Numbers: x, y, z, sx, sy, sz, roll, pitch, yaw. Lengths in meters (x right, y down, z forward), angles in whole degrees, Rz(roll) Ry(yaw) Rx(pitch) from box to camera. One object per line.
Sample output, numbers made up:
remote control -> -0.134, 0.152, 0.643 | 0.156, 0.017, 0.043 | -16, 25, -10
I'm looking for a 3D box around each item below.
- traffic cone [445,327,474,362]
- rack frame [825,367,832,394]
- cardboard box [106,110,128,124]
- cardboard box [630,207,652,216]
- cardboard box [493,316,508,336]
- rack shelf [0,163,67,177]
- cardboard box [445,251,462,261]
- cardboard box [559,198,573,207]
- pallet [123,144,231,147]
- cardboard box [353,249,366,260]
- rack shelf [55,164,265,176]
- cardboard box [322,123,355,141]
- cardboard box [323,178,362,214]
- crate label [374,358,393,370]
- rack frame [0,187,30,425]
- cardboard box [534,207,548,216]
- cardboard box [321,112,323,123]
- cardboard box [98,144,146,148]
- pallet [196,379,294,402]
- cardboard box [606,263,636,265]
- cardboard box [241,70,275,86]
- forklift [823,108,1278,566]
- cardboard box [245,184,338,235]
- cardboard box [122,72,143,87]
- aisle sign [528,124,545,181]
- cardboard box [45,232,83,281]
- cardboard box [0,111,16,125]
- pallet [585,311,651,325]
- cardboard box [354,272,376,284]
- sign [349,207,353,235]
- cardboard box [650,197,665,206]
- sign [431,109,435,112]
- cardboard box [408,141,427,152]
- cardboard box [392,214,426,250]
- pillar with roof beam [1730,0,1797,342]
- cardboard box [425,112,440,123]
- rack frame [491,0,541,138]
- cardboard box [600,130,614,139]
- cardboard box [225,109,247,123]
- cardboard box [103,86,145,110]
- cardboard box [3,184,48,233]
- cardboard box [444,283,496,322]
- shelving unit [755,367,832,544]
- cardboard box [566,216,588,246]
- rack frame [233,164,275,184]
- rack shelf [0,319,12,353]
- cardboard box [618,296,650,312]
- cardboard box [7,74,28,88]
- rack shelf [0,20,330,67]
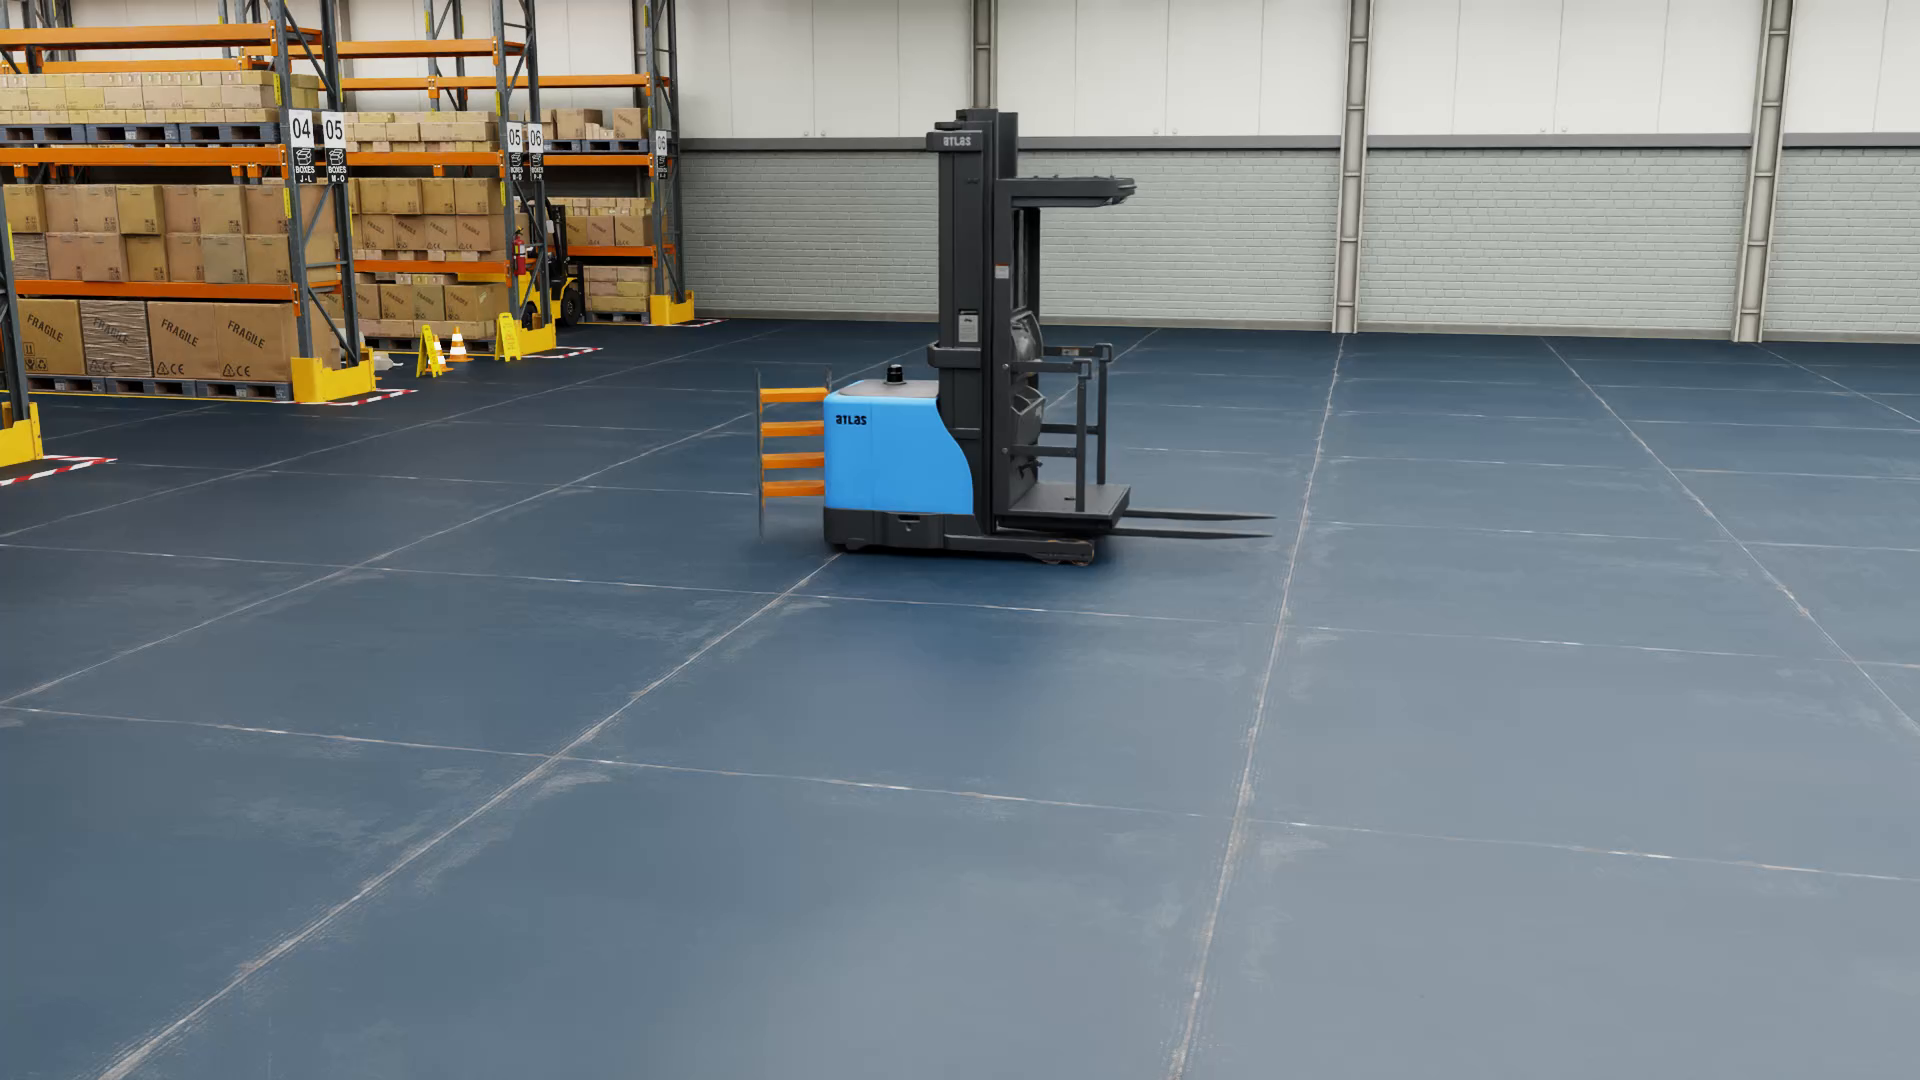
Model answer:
traffic cone -> -6.886, -2.693, 22.801 | 0.334, 0.463, 0.336 | 3, 13, 14
rack frame -> -0.917, -0.603, 11.680 | 0.015, 1.200, 0.240 | -3, 13, -12
cardboard box -> -9.382, -4.768, 18.752 | 0.250, 0.149, 0.380 | 3, 13, 14
cardboard box -> -5.377, -5.549, 28.089 | 0.250, 0.149, 0.380 | 3, 13, 14
cardboard box -> -6.876, -3.143, 24.352 | 0.500, 0.250, 0.500 | 3, 13, 13
rack shelf -> -15.868, -5.812, 25.741 | 4.000, 0.370, 1.077 | 3, 13, 14
cardboard box -> -7.090, -4.039, 23.595 | 0.250, 0.149, 0.380 | 3, 13, 13
cardboard box -> -6.635, -5.754, 28.329 | 0.250, 0.149, 0.380 | 3, 13, 15
pallet -> -11.624, -5.868, 24.765 | 1.003, 0.211, 1.213 | 3, 13, 14
cardboard box -> -8.574, -4.113, 23.926 | 0.250, 0.149, 0.380 | 3, 13, 14
rack shelf -> -14.682, -6.856, 30.446 | 4.000, 0.370, 1.077 | 3, 13, 14
cardboard box -> -8.695, -5.790, 23.640 | 0.500, 0.250, 0.500 | 3, 13, 14
cardboard box -> -8.696, -4.938, 23.841 | 0.500, 0.500, 0.700 | 3, 13, 12
crate label -> -7.600, -2.310, 21.830 | 0.298, 0.136, 0.250 | -4, 13, -16
rack frame -> -8.533, -2.096, 14.256 | 0.127, 3.000, 1.000 | 3, 13, 14
cardboard box -> -7.114, -5.641, 28.504 | 0.250, 0.149, 0.380 | 3, 13, 12
cardboard box -> -9.053, -5.991, 23.627 | 0.250, 0.149, 0.380 | 3, 13, 13
cardboard box -> -12.438, -6.037, 24.854 | 0.637, 0.503, 0.797 | 3, 13, 14
pallet -> -8.042, -1.797, 19.348 | 1.213, 0.211, 1.003 | 3, 13, 14
cardboard box -> -5.881, -4.665, 28.904 | 0.500, 0.250, 0.500 | 3, 13, 14
cardboard box -> -7.655, -5.065, 18.250 | 0.250, 0.149, 0.380 | 3, 13, 14
forklift -> 0.639, -1.383, 11.202 | 3.031, 2.935, 1.130 | 3, 13, 12
cardboard box -> -7.598, -3.762, 18.924 | 0.550, 0.550, 0.875 | 3, 13, 14
cardboard box -> -9.136, -5.144, 18.607 | 0.250, 0.149, 0.380 | 3, 13, 14
aisle sign -> -6.025, -5.511, 23.647 | 0.004, 0.787, 0.394 | 3, 13, 14
cardboard box -> -10.230, -3.374, 19.671 | 0.550, 0.550, 0.875 | 3, 13, 14
cardboard box -> -10.858, -4.847, 19.108 | 0.250, 0.149, 0.380 | 3, 13, 13
pallet -> -5.726, -3.894, 28.796 | 1.213, 0.211, 1.003 | 3, 13, 14
cardboard box -> -8.666, -3.787, 24.027 | 0.250, 0.149, 0.380 | 4, 13, 17
sign -> -7.108, -3.712, 19.356 | 0.005, 0.325, 0.100 | 3, 13, 14
cardboard box -> -5.248, -5.797, 28.522 | 0.250, 0.149, 0.380 | 3, 13, 12
sign -> -8.977, -7.187, 28.358 | 0.005, 0.325, 0.100 | 3, 13, 14
cardboard box -> -7.555, -5.539, 23.427 | 0.250, 0.149, 0.380 | 3, 13, 13
cardboard box -> -7.722, -4.398, 23.713 | 0.500, 0.500, 0.500 | 3, 13, 13
pillar with roof beam -> 11.011, -6.539, 20.431 | 0.400, 9.000, 9.100 | 3, 13, 14
cardboard box -> -7.285, -5.921, 23.311 | 0.250, 0.149, 0.380 | 3, 13, 14
rack frame -> -6.159, -7.109, 22.999 | 0.127, 3.000, 1.000 | 3, 13, 14
cardboard box -> -5.851, -6.799, 27.906 | 0.250, 0.149, 0.380 | 3, 13, 12
cardboard box -> -7.895, -4.689, 18.396 | 0.250, 0.149, 0.380 | 3, 13, 14
cardboard box -> -9.251, -4.969, 18.740 | 0.500, 0.250, 0.500 | 3, 13, 14
cardboard box -> -10.780, -3.915, 19.617 | 0.550, 0.550, 0.875 | 3, 13, 14
cardboard box -> -6.999, -3.395, 23.760 | 0.500, 0.500, 0.500 | 3, 13, 14
shelving unit -> -1.156, -0.592, 11.630 | 0.503, 1.200, 0.258 | -3, 13, -12
cardboard box -> -6.513, -5.299, 28.459 | 0.500, 0.500, 0.500 | 3, 13, 12
rack frame -> -12.740, -5.639, 30.226 | 0.127, 3.000, 1.000 | 3, 13, 14
rack shelf -> -10.475, -1.849, 14.802 | 4.000, 0.370, 1.077 | 3, 13, 14
cardboard box -> -5.505, -4.045, 28.417 | 0.500, 0.250, 0.500 | 3, 13, 14
cardboard box -> -10.610, -5.223, 18.963 | 0.250, 0.149, 0.380 | 3, 13, 13
rack shelf -> -9.189, -5.620, 18.873 | 4.000, 0.370, 1.077 | 3, 13, 14
